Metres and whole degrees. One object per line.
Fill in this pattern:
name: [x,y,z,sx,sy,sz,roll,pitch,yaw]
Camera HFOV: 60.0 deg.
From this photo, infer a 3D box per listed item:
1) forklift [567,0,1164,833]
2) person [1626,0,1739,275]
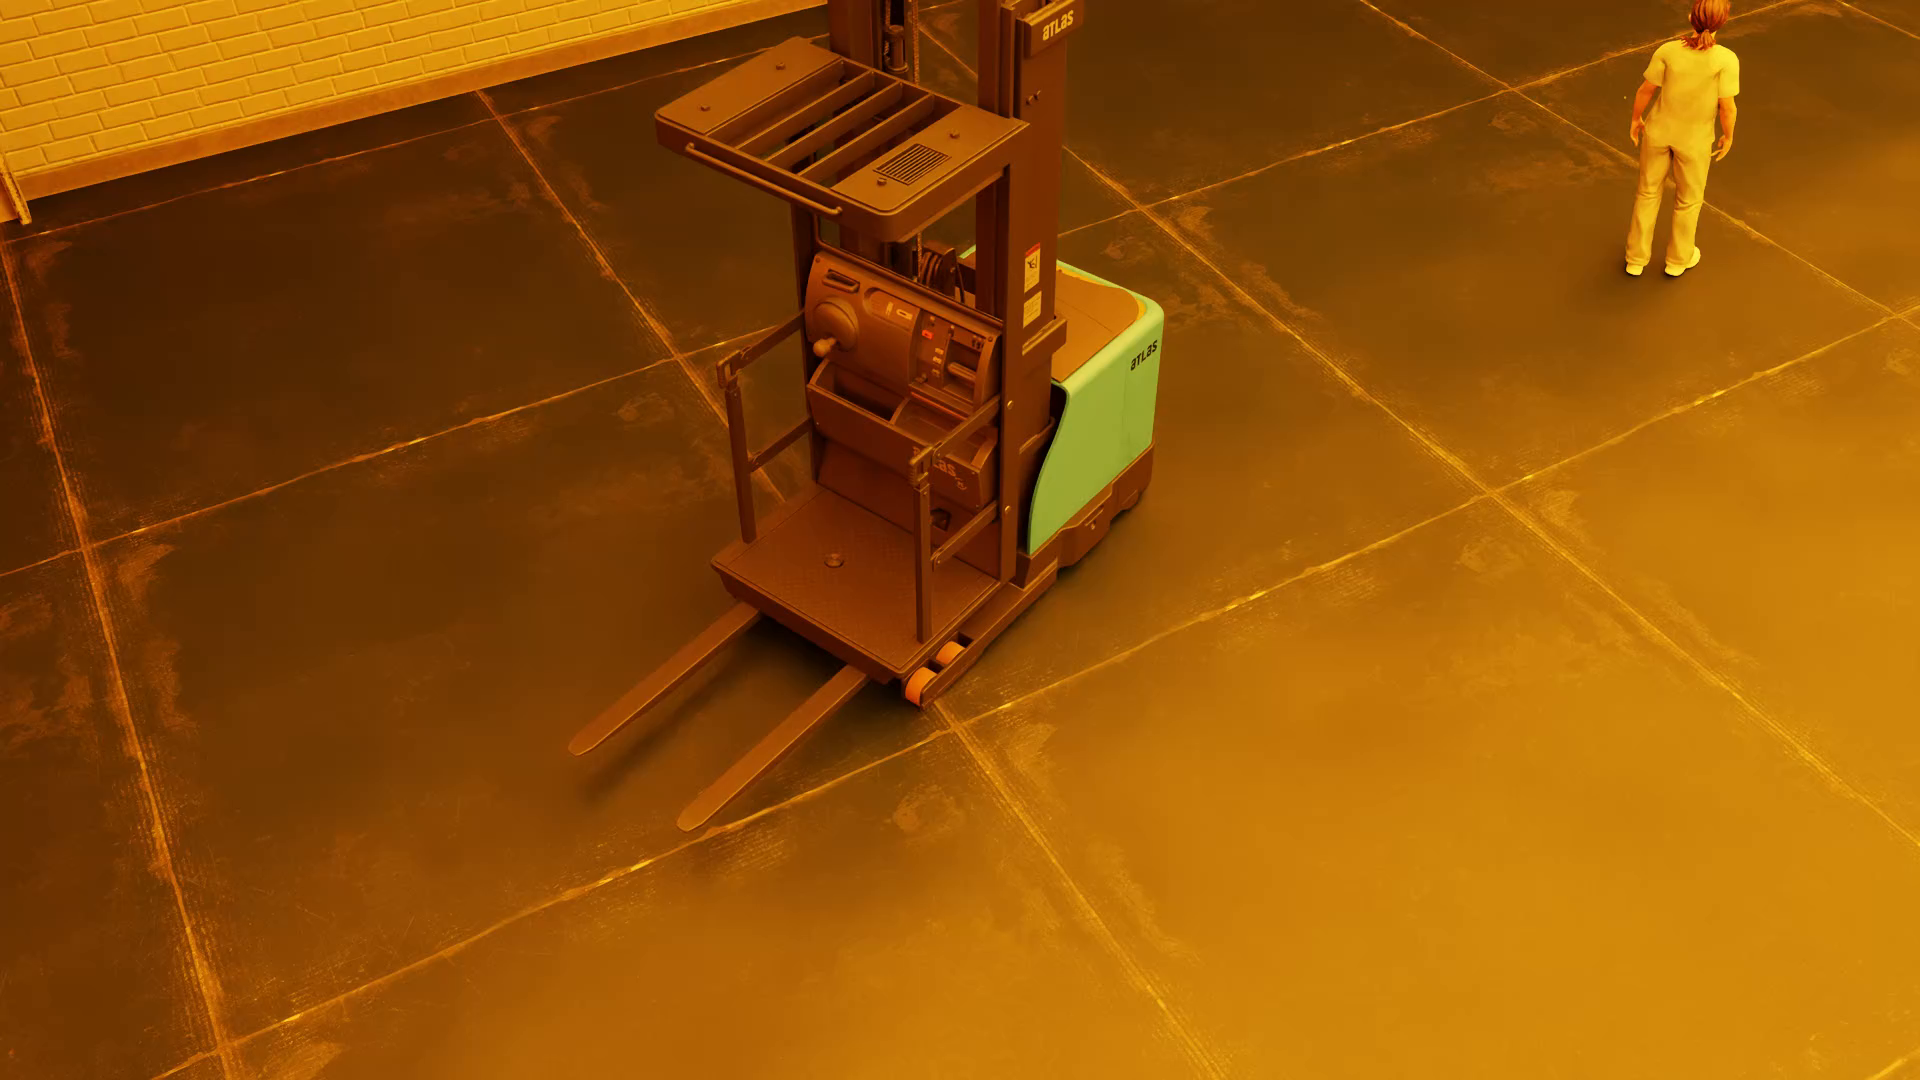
forklift: [-0.375,-0.749,6.505,1.130,2.935,3.031,28,50,27]
person: [3.900,-2.194,8.976,0.549,1.675,0.549,24,48,24]
